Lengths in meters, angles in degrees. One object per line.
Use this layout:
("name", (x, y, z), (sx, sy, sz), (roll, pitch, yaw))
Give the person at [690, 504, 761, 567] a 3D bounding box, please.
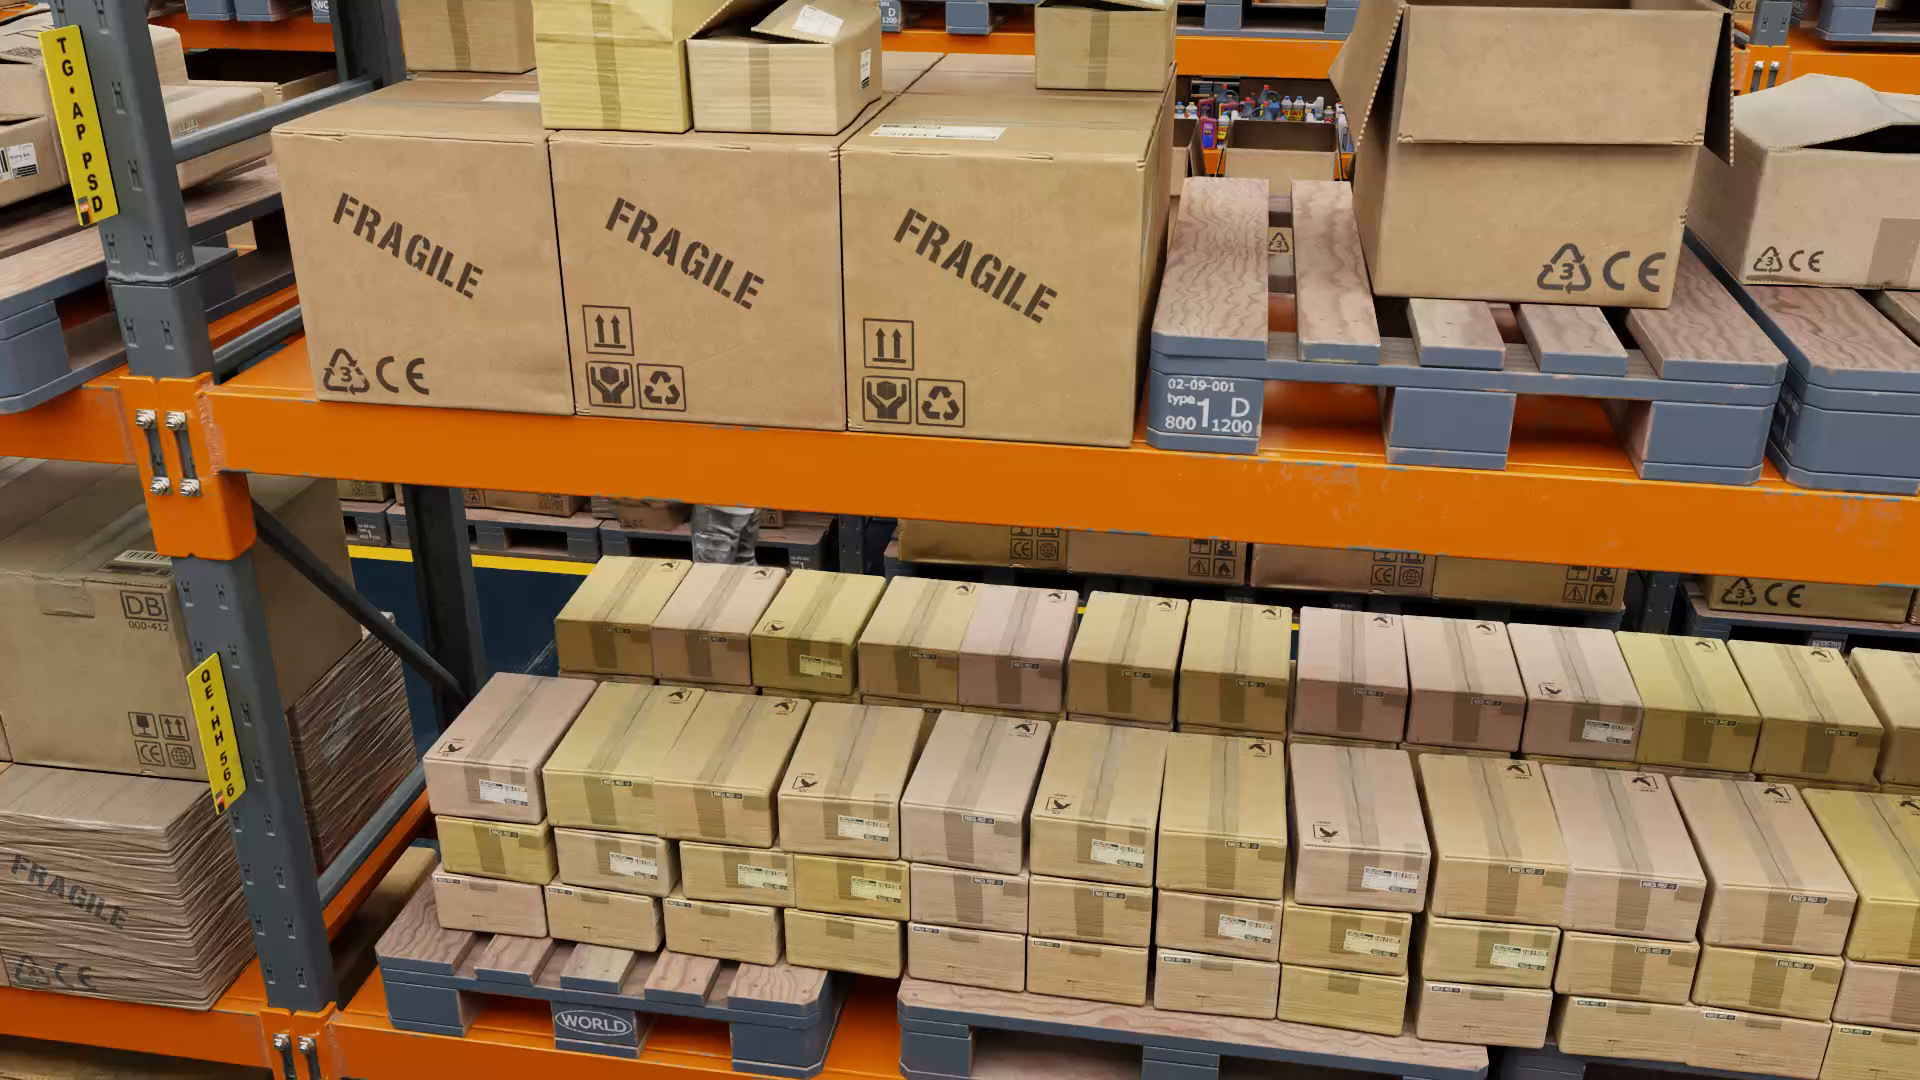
("person", (-1.111, -0.213, 7.541), (0.509, 1.788, 0.546), (8, 26, 17))
